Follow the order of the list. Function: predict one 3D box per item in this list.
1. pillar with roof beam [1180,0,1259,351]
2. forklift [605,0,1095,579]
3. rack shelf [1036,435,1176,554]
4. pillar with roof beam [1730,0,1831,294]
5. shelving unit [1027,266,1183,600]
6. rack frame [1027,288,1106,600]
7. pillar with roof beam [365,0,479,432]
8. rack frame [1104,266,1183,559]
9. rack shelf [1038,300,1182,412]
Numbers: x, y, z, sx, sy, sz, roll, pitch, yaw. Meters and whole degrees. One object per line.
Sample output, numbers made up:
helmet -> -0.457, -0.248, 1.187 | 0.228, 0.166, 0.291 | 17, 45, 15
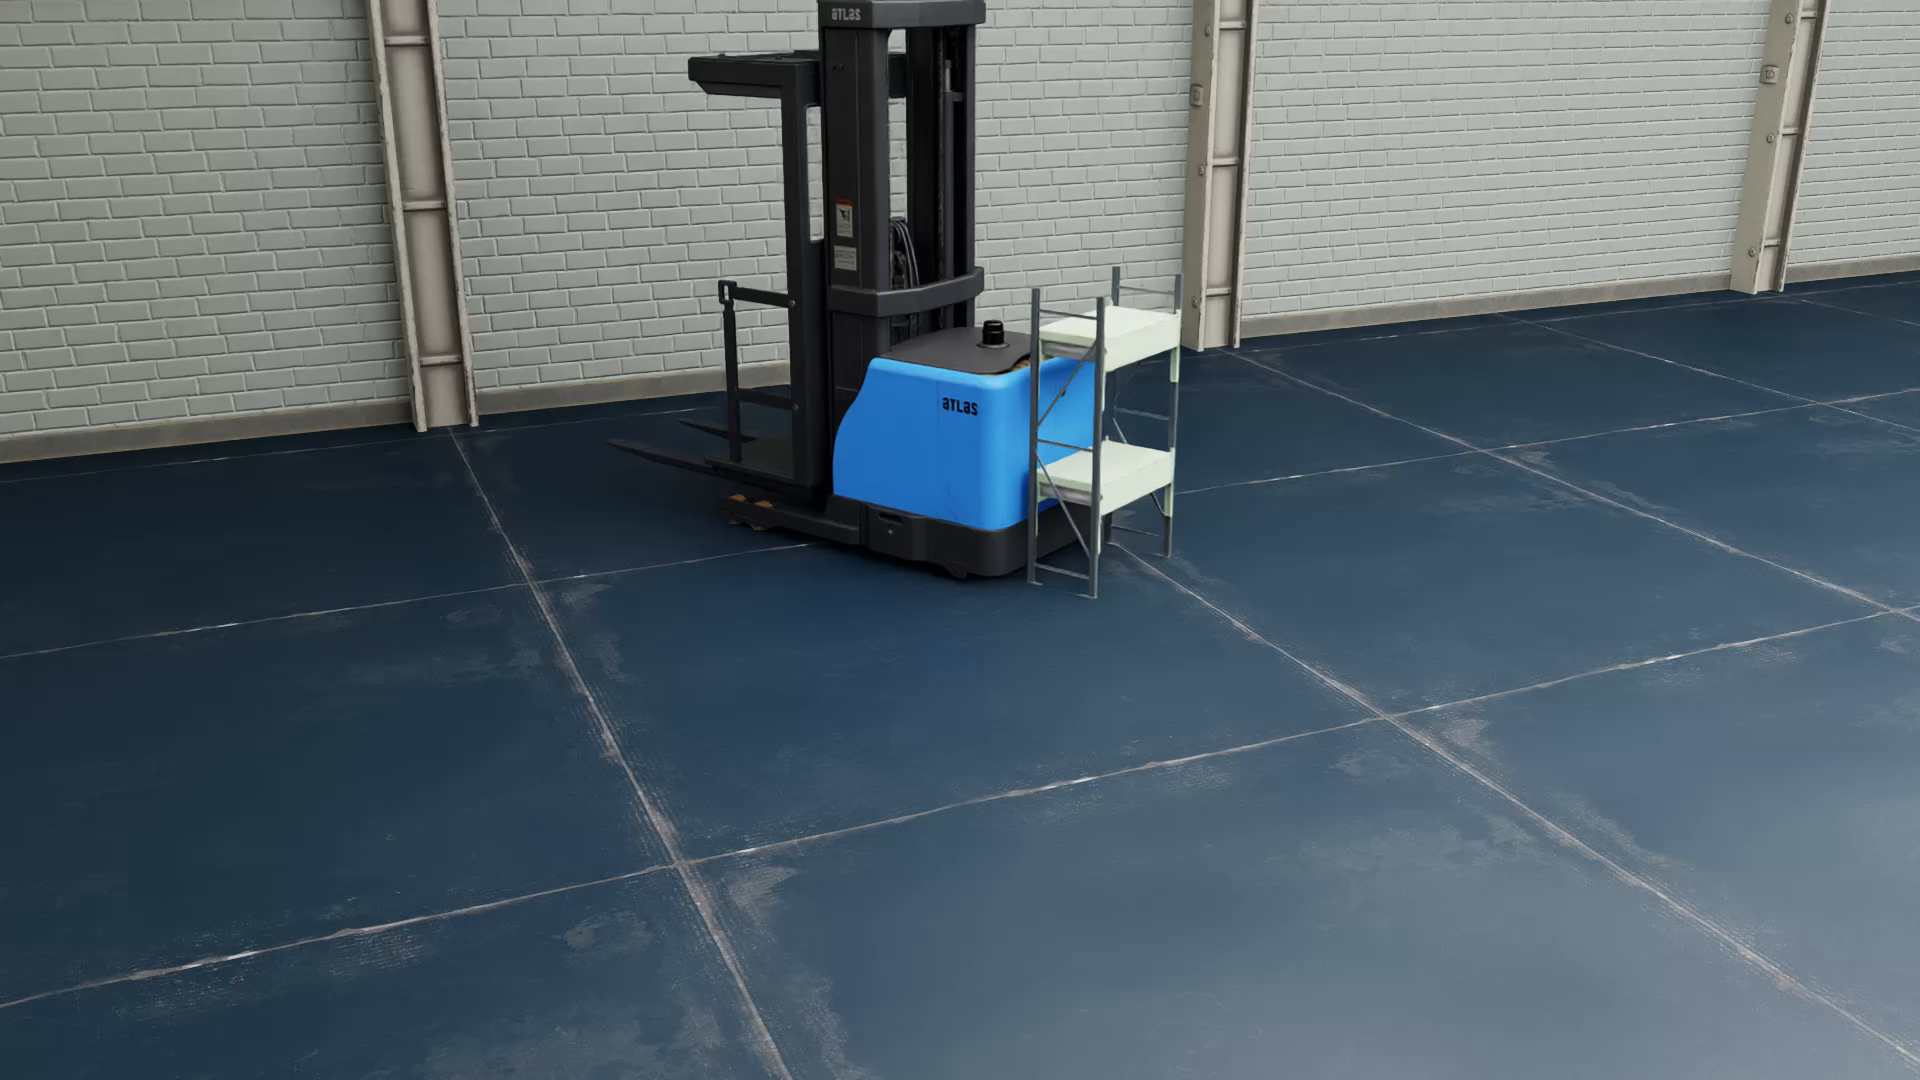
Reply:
pillar with roof beam -> 3.728, -4.513, 8.290 | 0.400, 9.000, 9.100 | -8, 21, -22
forklift -> -0.728, -1.557, 9.030 | 3.031, 2.935, 1.130 | 14, 24, 34
rack shelf -> 0.725, -0.243, 8.436 | 0.431, 0.370, 0.720 | 14, 24, 34
pillar with roof beam -> 9.238, -5.302, 10.532 | 0.400, 9.000, 9.100 | -8, 21, -22
shelving unit -> 0.725, -0.551, 8.327 | 0.431, 1.500, 0.755 | 14, 24, 34
rack frame -> 0.507, -0.453, 8.049 | 0.400, 1.500, 0.023 | 14, 24, 34
pillar with roof beam -> -1.781, -3.724, 6.048 | 0.400, 9.000, 9.100 | -8, 21, -22
rack frame -> 0.942, -0.648, 8.605 | 0.400, 1.500, 0.023 | 14, 24, 34
rack shelf -> 0.725, -0.919, 8.198 | 0.431, 0.370, 0.720 | 14, 24, 34
